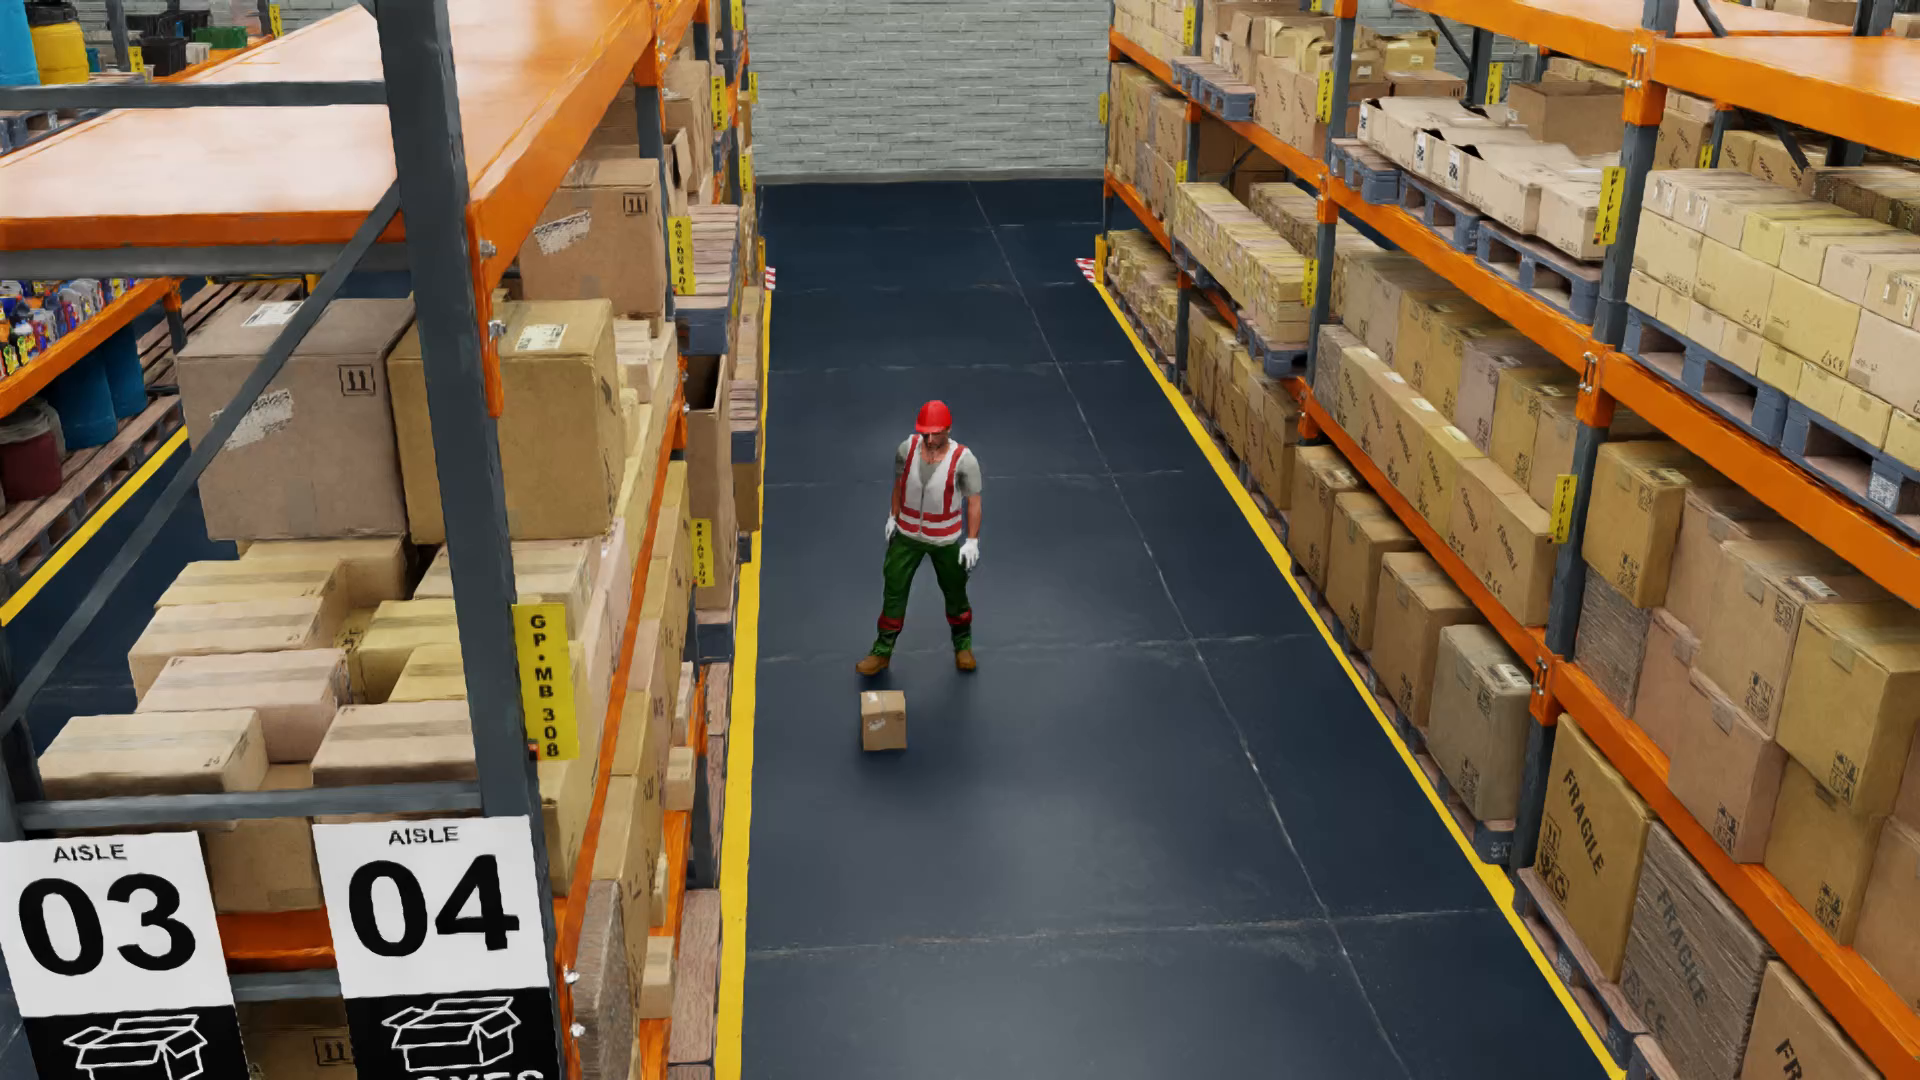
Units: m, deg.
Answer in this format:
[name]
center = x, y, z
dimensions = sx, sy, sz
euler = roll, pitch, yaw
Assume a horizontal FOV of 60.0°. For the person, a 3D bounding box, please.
[person]
center = -0.231, -0.012, 10.054
dimensions = 0.715, 1.769, 0.631
euler = 8, 25, 18
